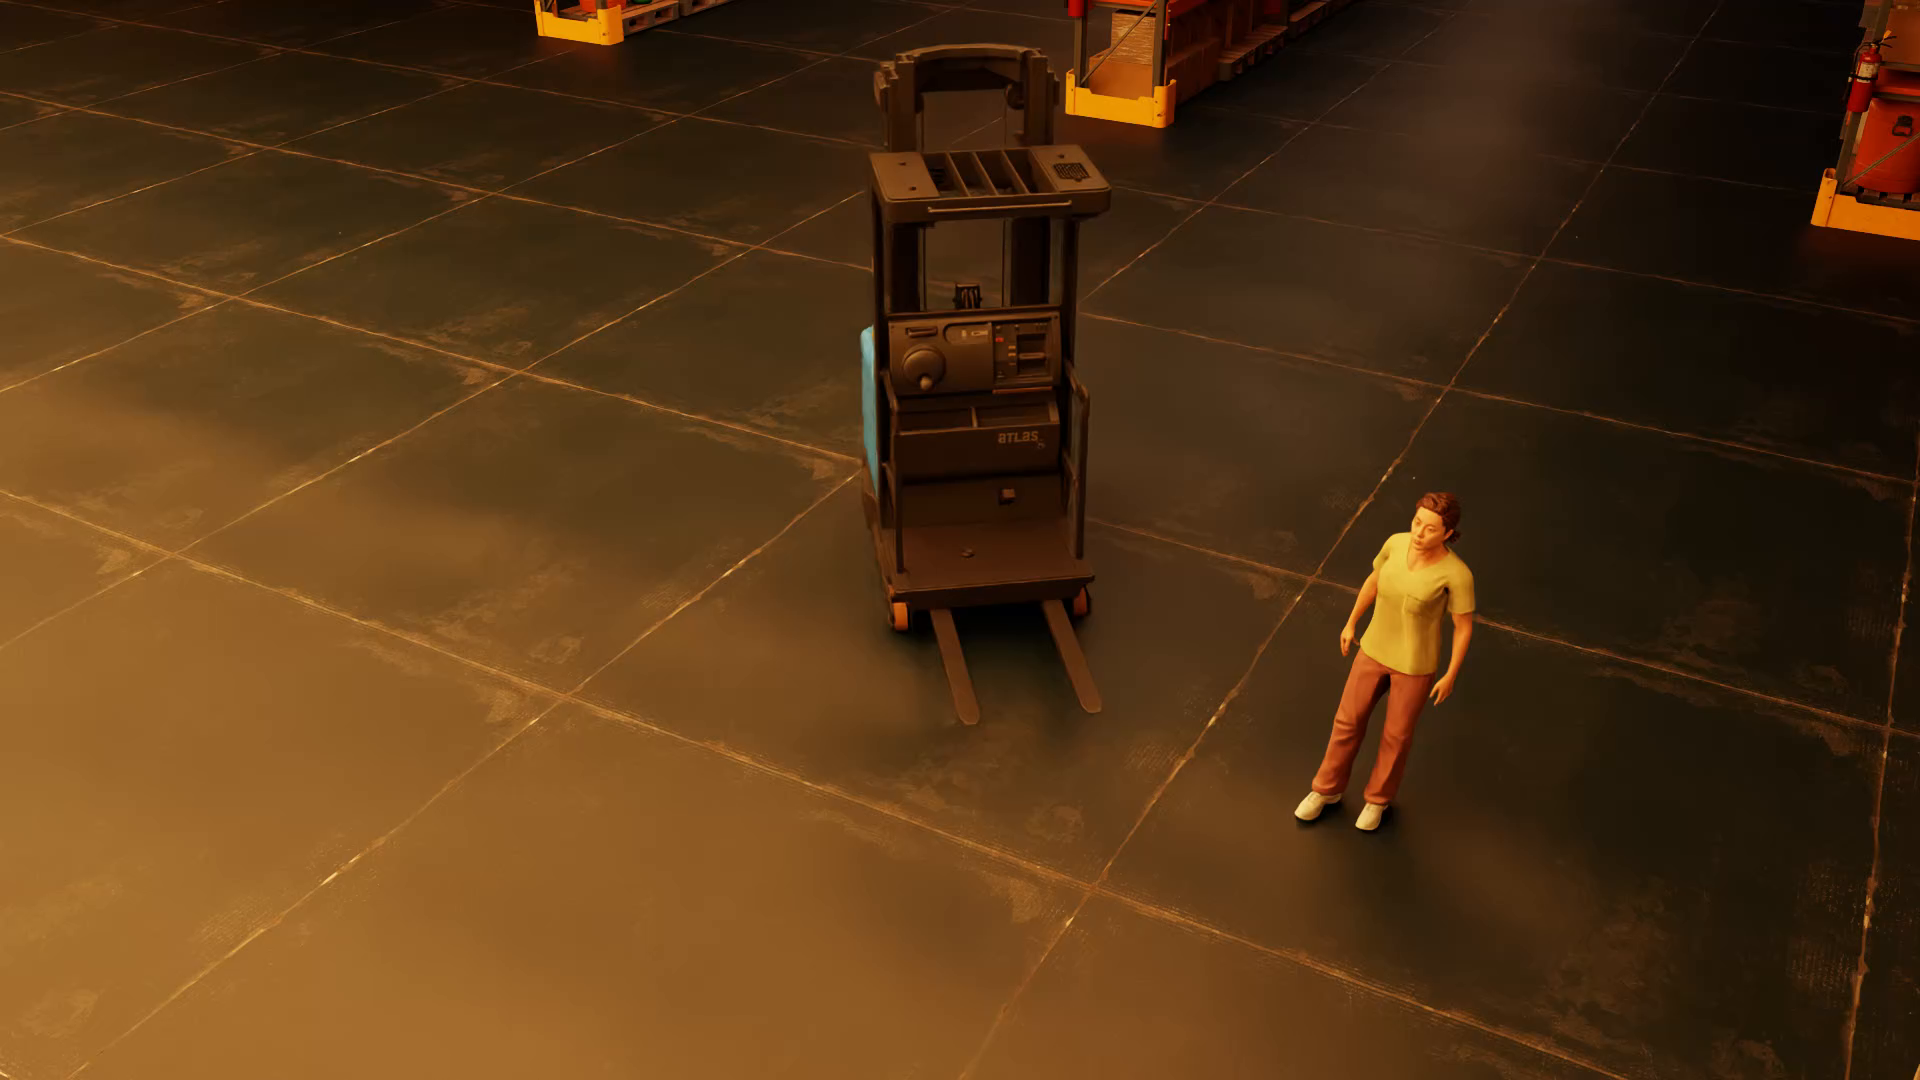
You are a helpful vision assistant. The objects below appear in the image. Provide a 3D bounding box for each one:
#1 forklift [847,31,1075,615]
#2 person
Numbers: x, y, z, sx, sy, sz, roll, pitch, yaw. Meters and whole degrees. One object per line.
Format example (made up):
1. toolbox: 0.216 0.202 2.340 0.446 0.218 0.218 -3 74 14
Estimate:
1. forklift: 0.072 -1.572 9.794 1.130 2.935 3.031 3 30 6
2. person: 1.826 0.966 6.589 0.553 1.611 0.343 -13 32 -21
